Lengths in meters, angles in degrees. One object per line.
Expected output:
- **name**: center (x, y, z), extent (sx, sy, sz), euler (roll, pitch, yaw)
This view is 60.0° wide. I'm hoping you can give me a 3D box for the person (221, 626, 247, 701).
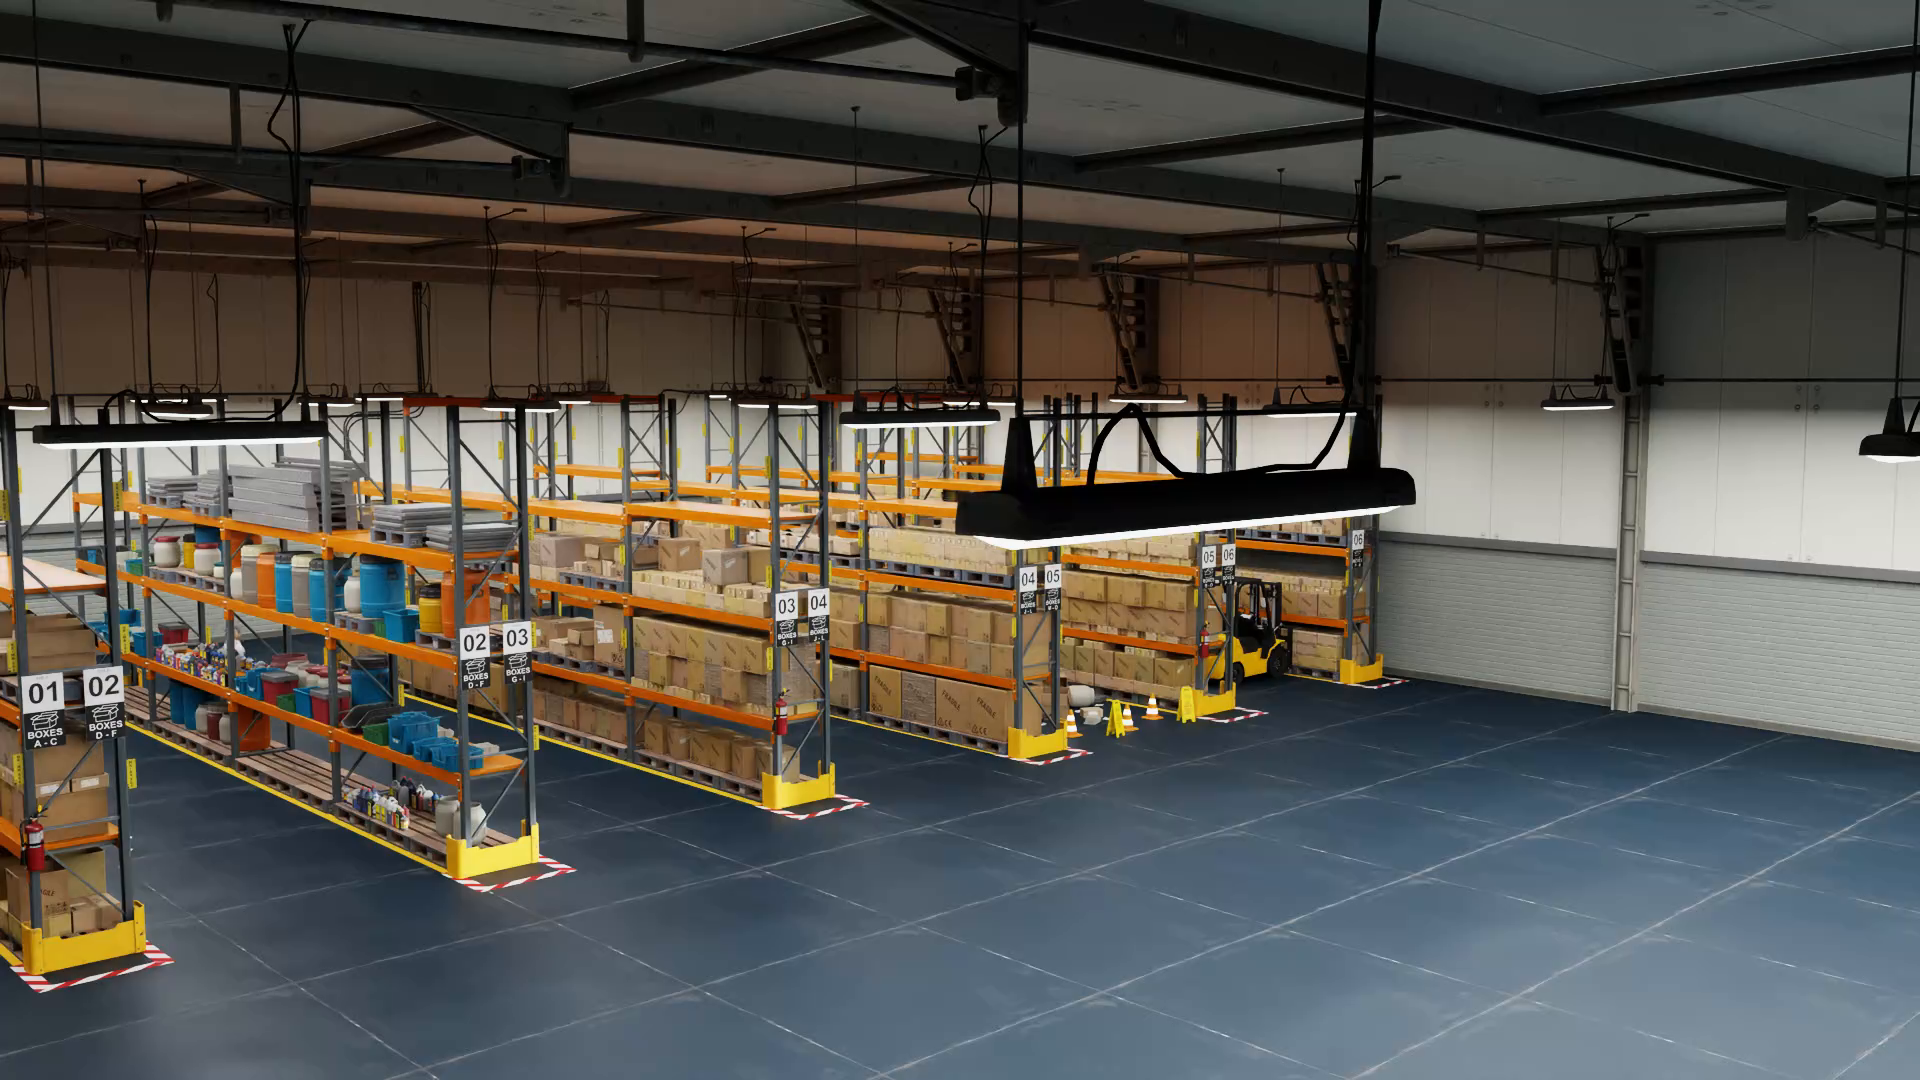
- **person**: center (-13.798, 2.448, 31.675), extent (0.980, 1.639, 0.437), euler (5, 7, 39)
